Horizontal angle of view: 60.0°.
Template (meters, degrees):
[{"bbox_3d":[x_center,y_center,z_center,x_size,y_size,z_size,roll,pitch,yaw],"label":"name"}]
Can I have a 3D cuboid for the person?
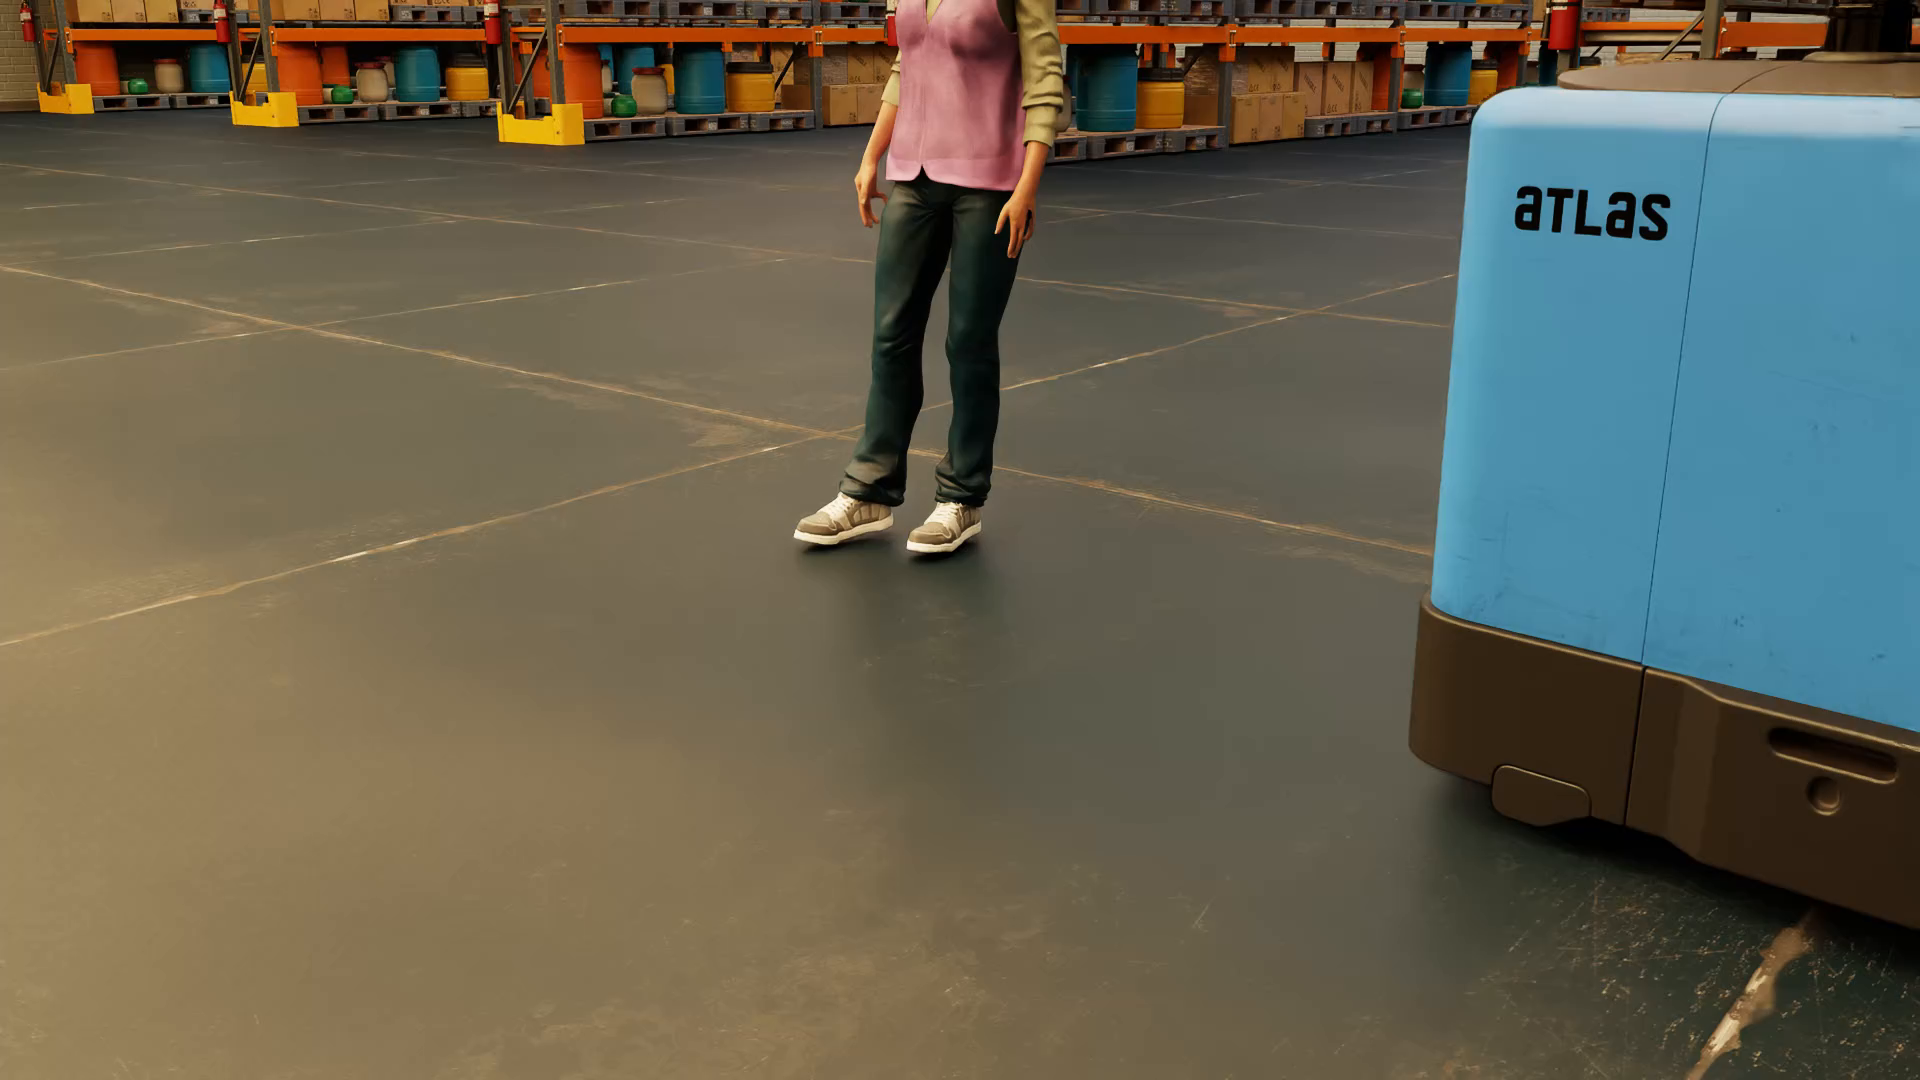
[{"bbox_3d":[-0.058,-0.750,3.664,0.520,1.582,0.476,13,21,37],"label":"person"}]

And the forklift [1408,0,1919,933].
[{"bbox_3d":[2.130,-0.815,1.581,3.031,2.935,1.130,15,22,40],"label":"forklift"}]
